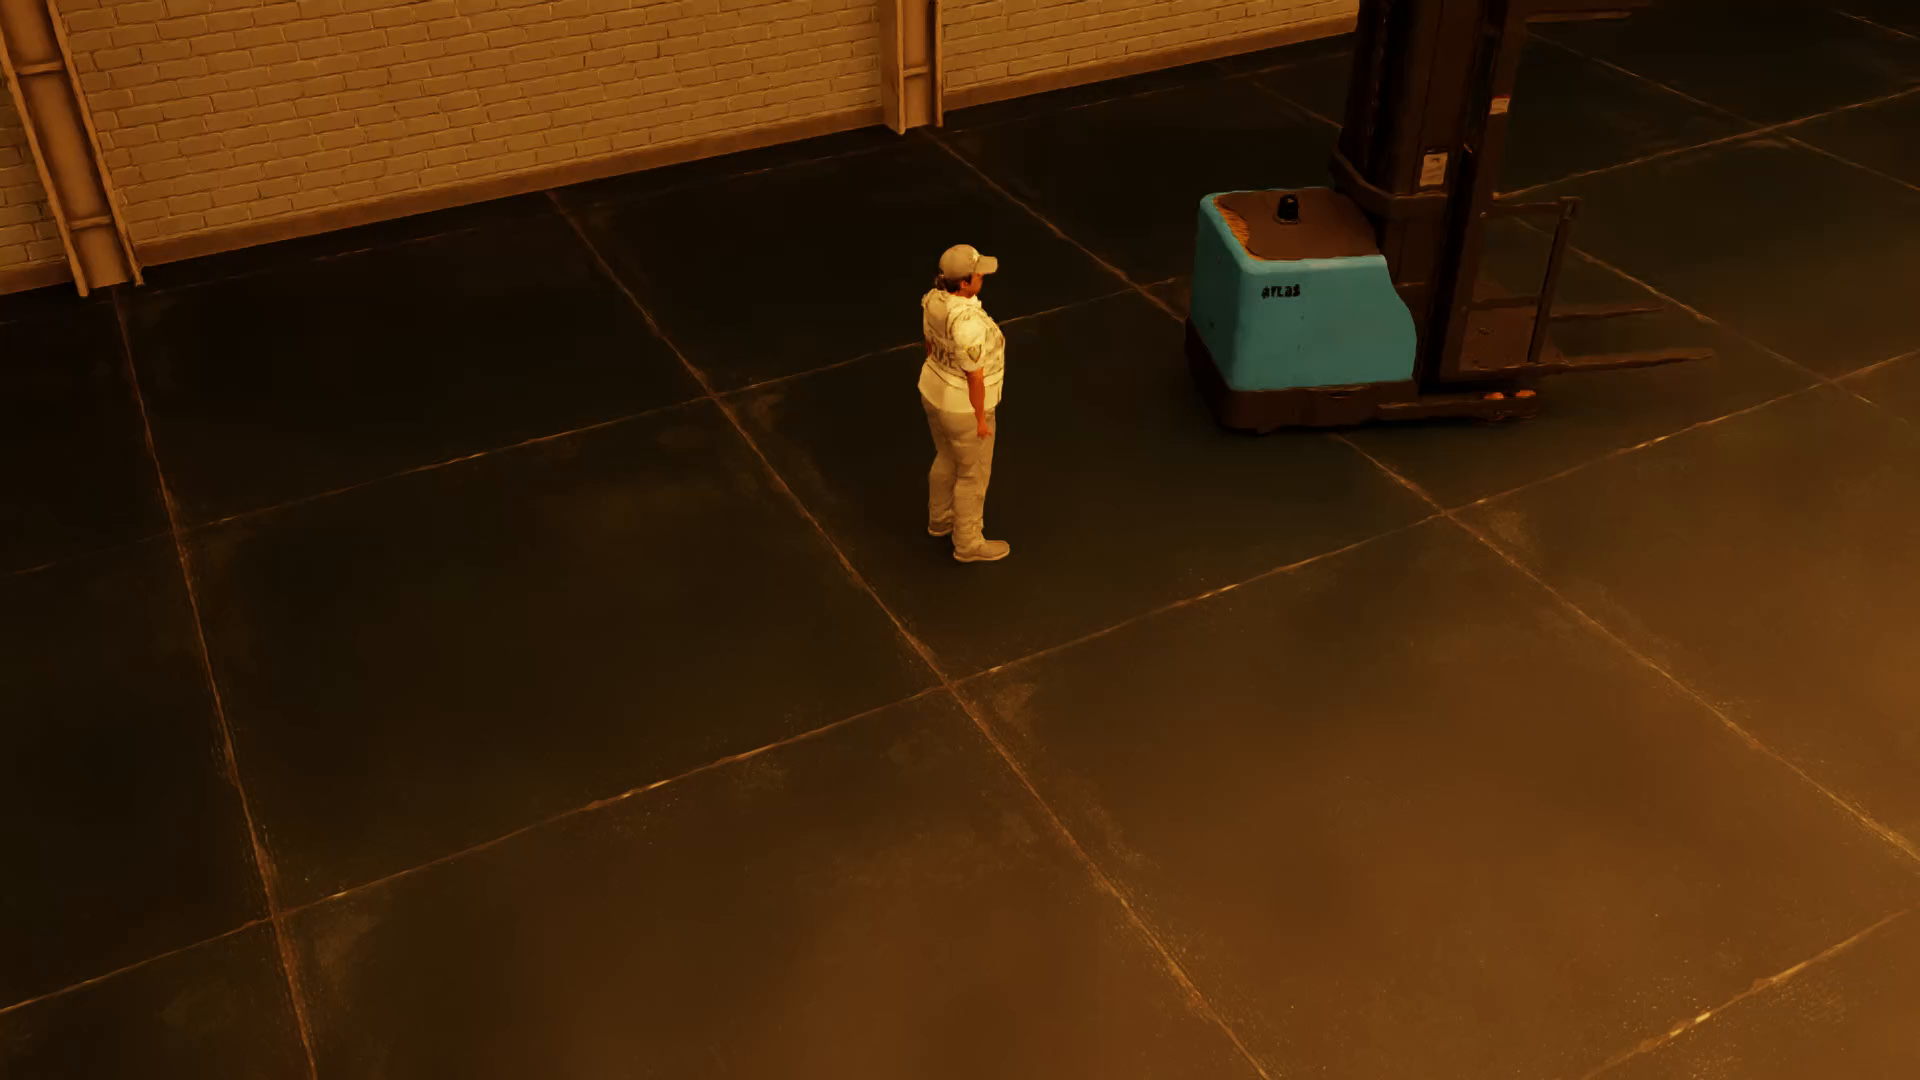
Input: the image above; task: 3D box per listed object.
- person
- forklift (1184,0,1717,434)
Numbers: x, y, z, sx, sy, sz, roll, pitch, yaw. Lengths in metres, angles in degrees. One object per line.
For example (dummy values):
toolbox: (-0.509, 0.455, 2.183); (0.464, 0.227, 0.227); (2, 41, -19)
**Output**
person: (0.018, -0.679, 8.185); (0.390, 1.669, 0.482); (-17, 39, -23)
forklift: (2.933, -2.184, 9.212); (3.031, 2.935, 1.130); (-5, 36, -7)
